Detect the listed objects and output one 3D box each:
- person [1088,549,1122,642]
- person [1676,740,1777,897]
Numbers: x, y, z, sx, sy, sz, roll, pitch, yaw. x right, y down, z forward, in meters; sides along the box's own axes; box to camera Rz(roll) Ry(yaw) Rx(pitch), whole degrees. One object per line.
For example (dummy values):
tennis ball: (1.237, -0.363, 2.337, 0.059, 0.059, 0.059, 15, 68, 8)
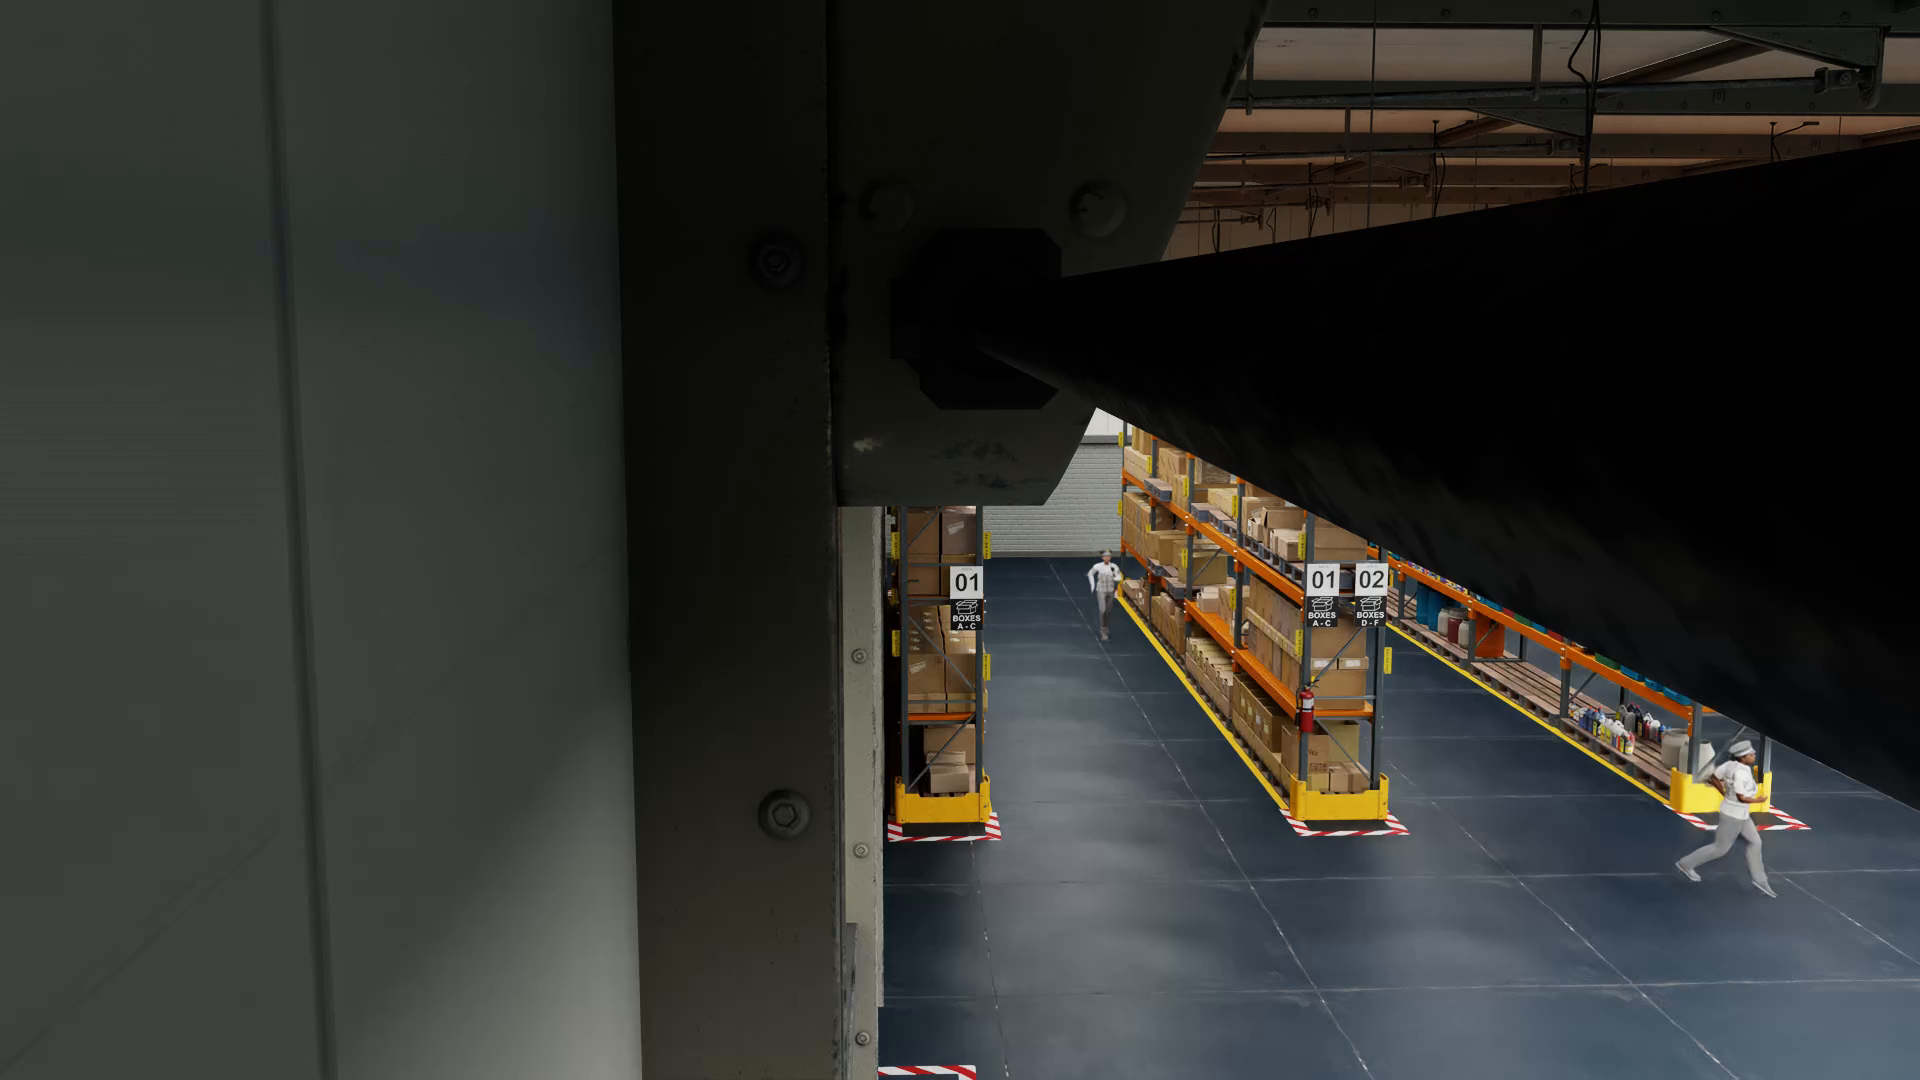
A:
person: (2.790, 1.017, 31.810, 0.592, 1.730, 0.846, -1, 8, -8)
person: (8.312, 2.999, 17.942, 1.022, 1.737, 0.543, 4, 9, 23)
